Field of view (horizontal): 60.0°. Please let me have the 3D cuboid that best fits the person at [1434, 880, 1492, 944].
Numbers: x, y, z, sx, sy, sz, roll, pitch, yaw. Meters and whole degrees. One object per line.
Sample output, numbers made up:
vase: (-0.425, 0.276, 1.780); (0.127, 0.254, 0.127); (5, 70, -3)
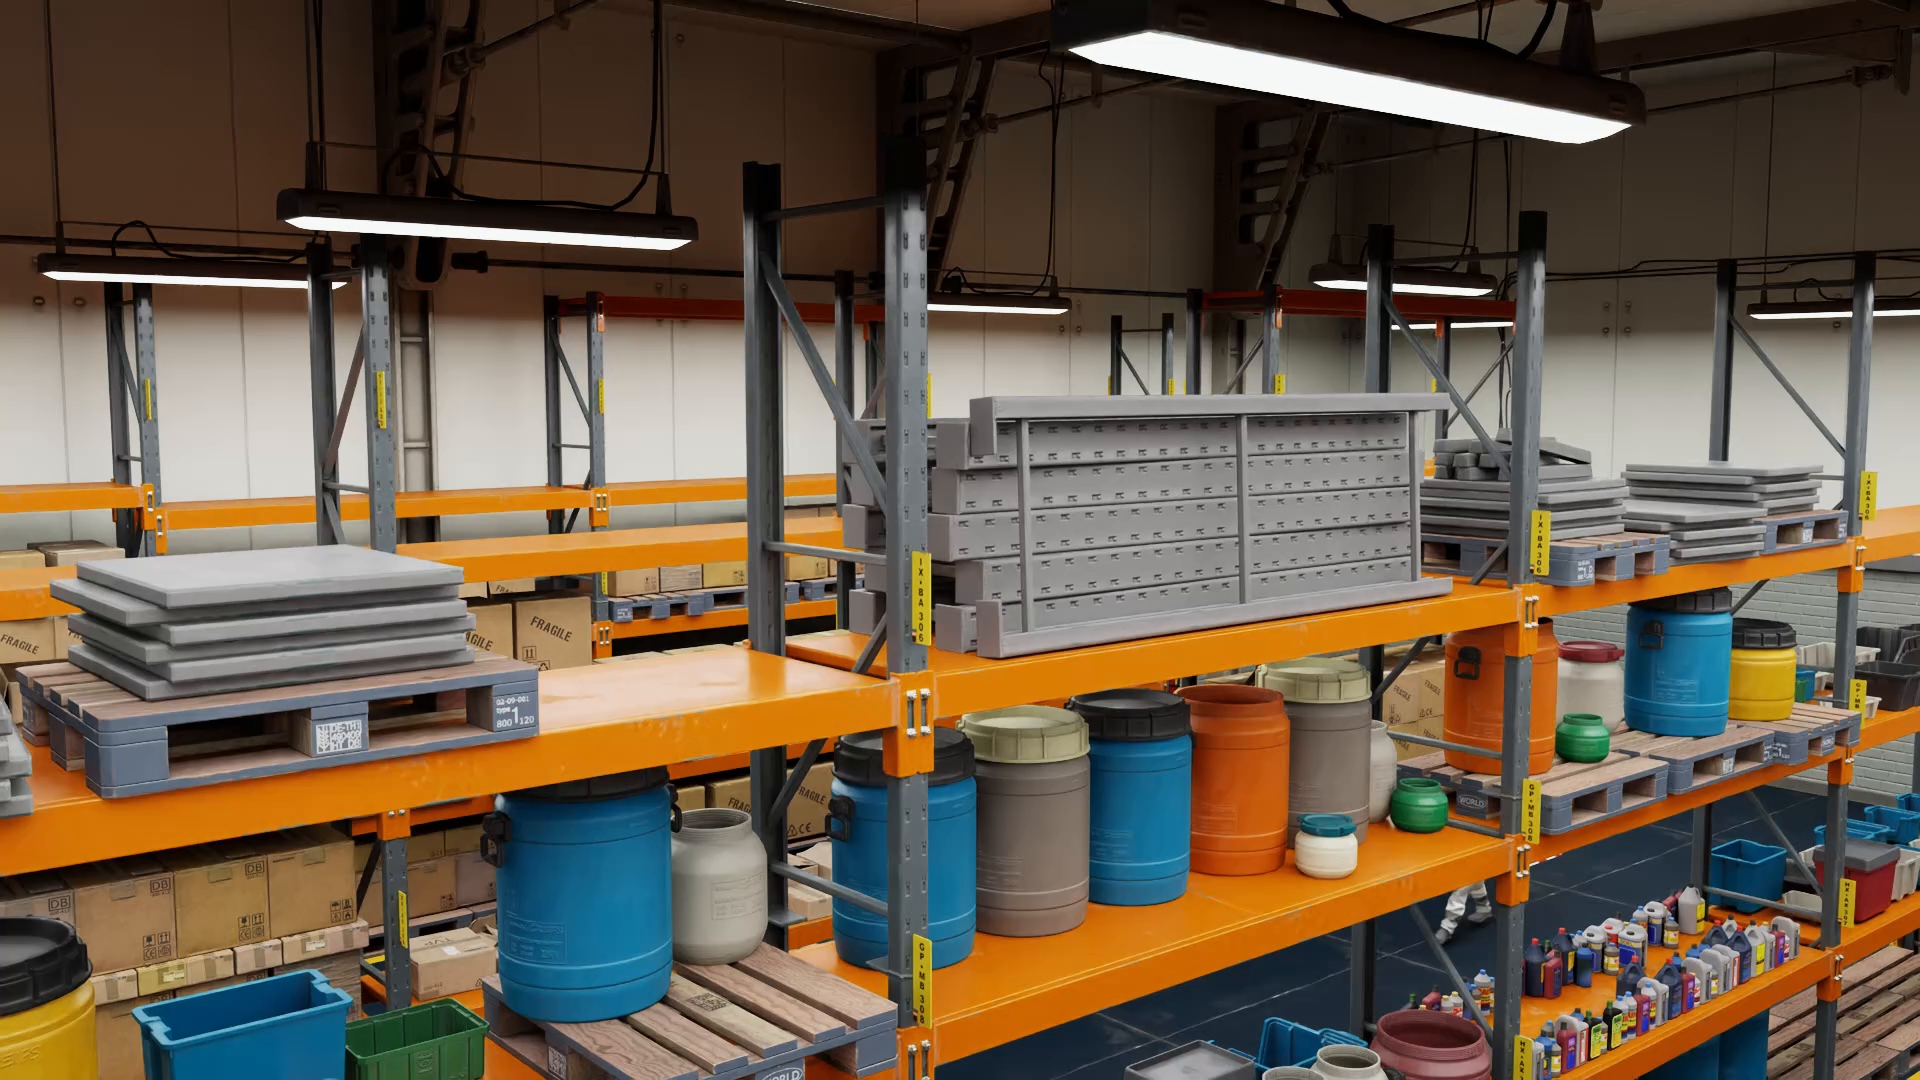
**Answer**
person: (4.641, 2.794, 15.457); (1.068, 1.726, 0.656); (-4, 7, -37)
